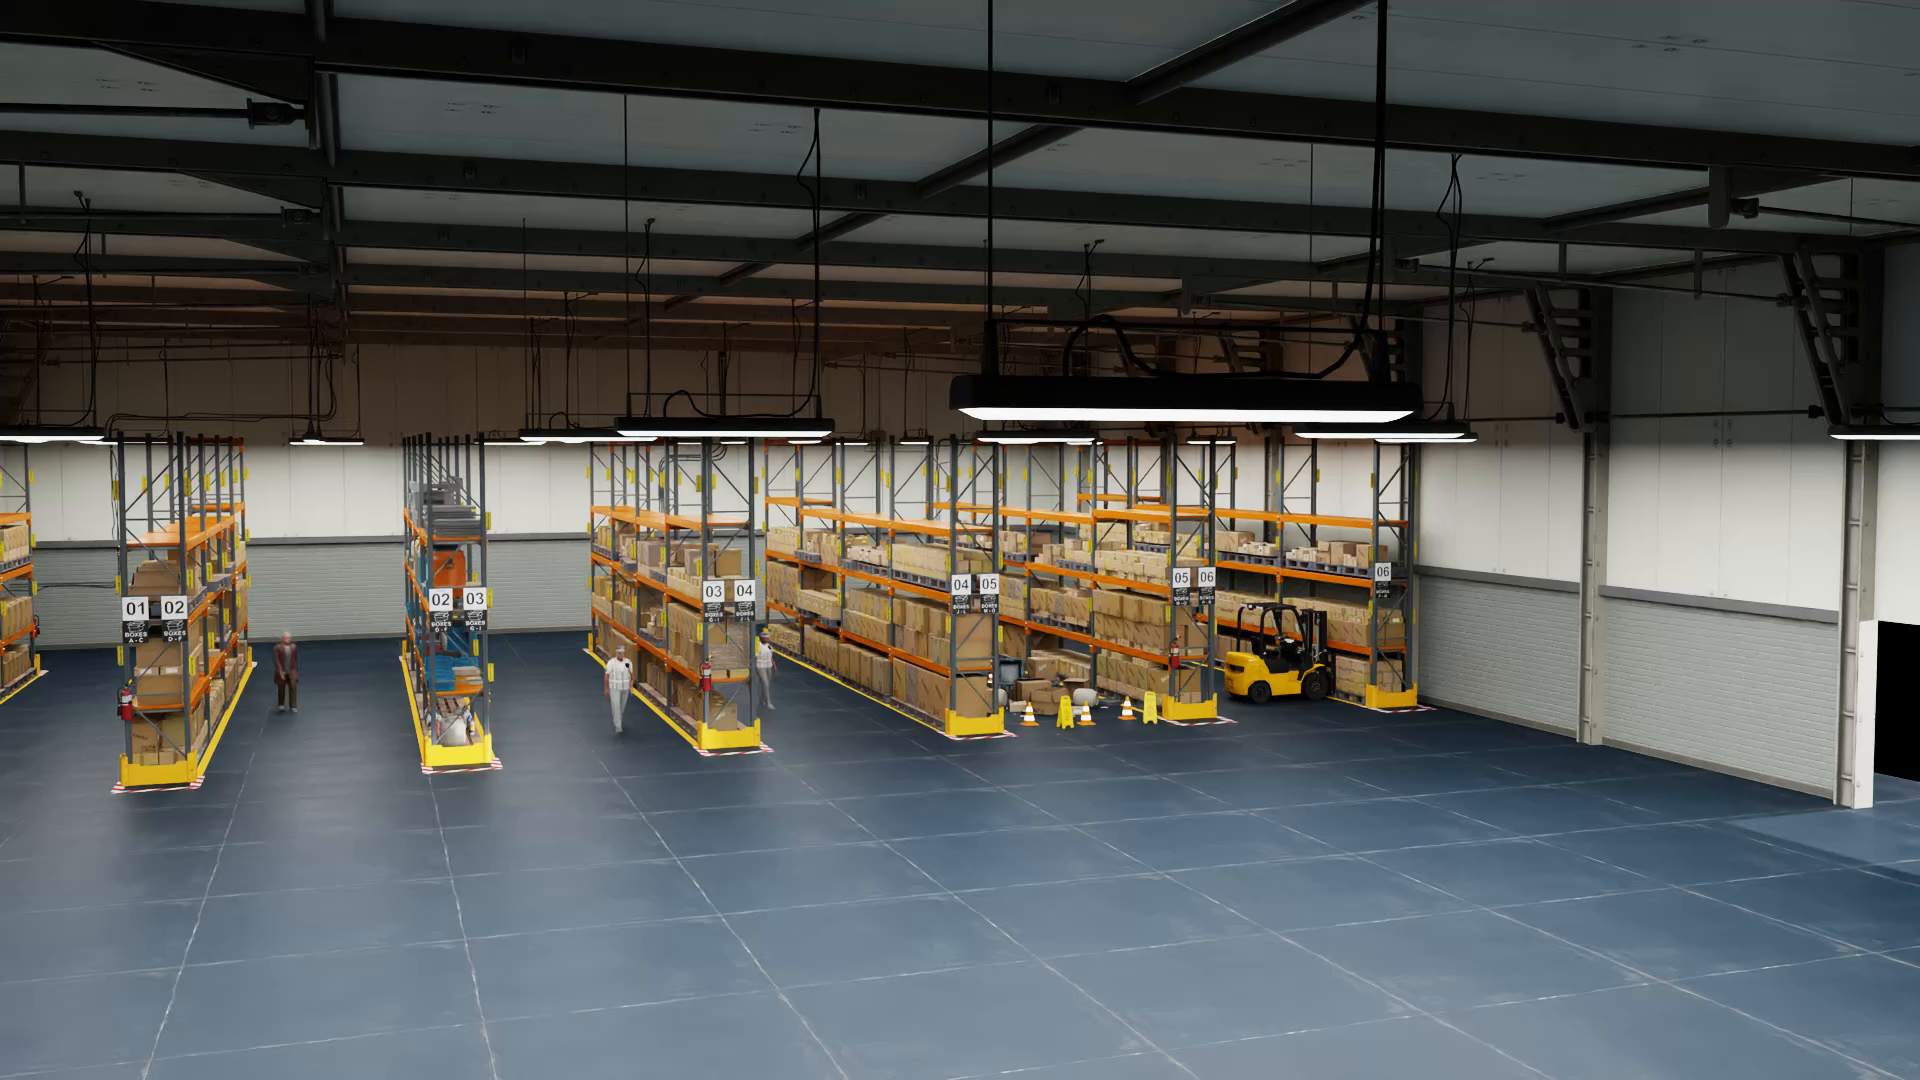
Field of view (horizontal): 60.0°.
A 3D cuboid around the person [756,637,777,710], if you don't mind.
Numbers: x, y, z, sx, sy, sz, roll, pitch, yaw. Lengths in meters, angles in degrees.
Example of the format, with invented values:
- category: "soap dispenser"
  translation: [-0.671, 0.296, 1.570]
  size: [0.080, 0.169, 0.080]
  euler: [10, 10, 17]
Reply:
- category: "person"
  translation: [-4.250, 2.891, 36.722]
  size: [0.747, 1.655, 0.470]
  euler: [3, 4, 43]

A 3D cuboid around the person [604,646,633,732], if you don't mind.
- category: "person"
  translation: [-6.840, 2.983, 33.527]
  size: [0.572, 1.710, 0.992]
  euler: [-2, 4, -36]

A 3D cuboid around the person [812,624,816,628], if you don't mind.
- category: "person"
  translation: [-4.628, 1.951, 52.628]
  size: [0.454, 1.677, 0.566]
  euler: [2, 4, 27]

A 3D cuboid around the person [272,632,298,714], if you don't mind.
- category: "person"
  translation: [-14.519, 2.853, 35.871]
  size: [0.564, 1.724, 1.063]
  euler: [-2, 4, -36]
